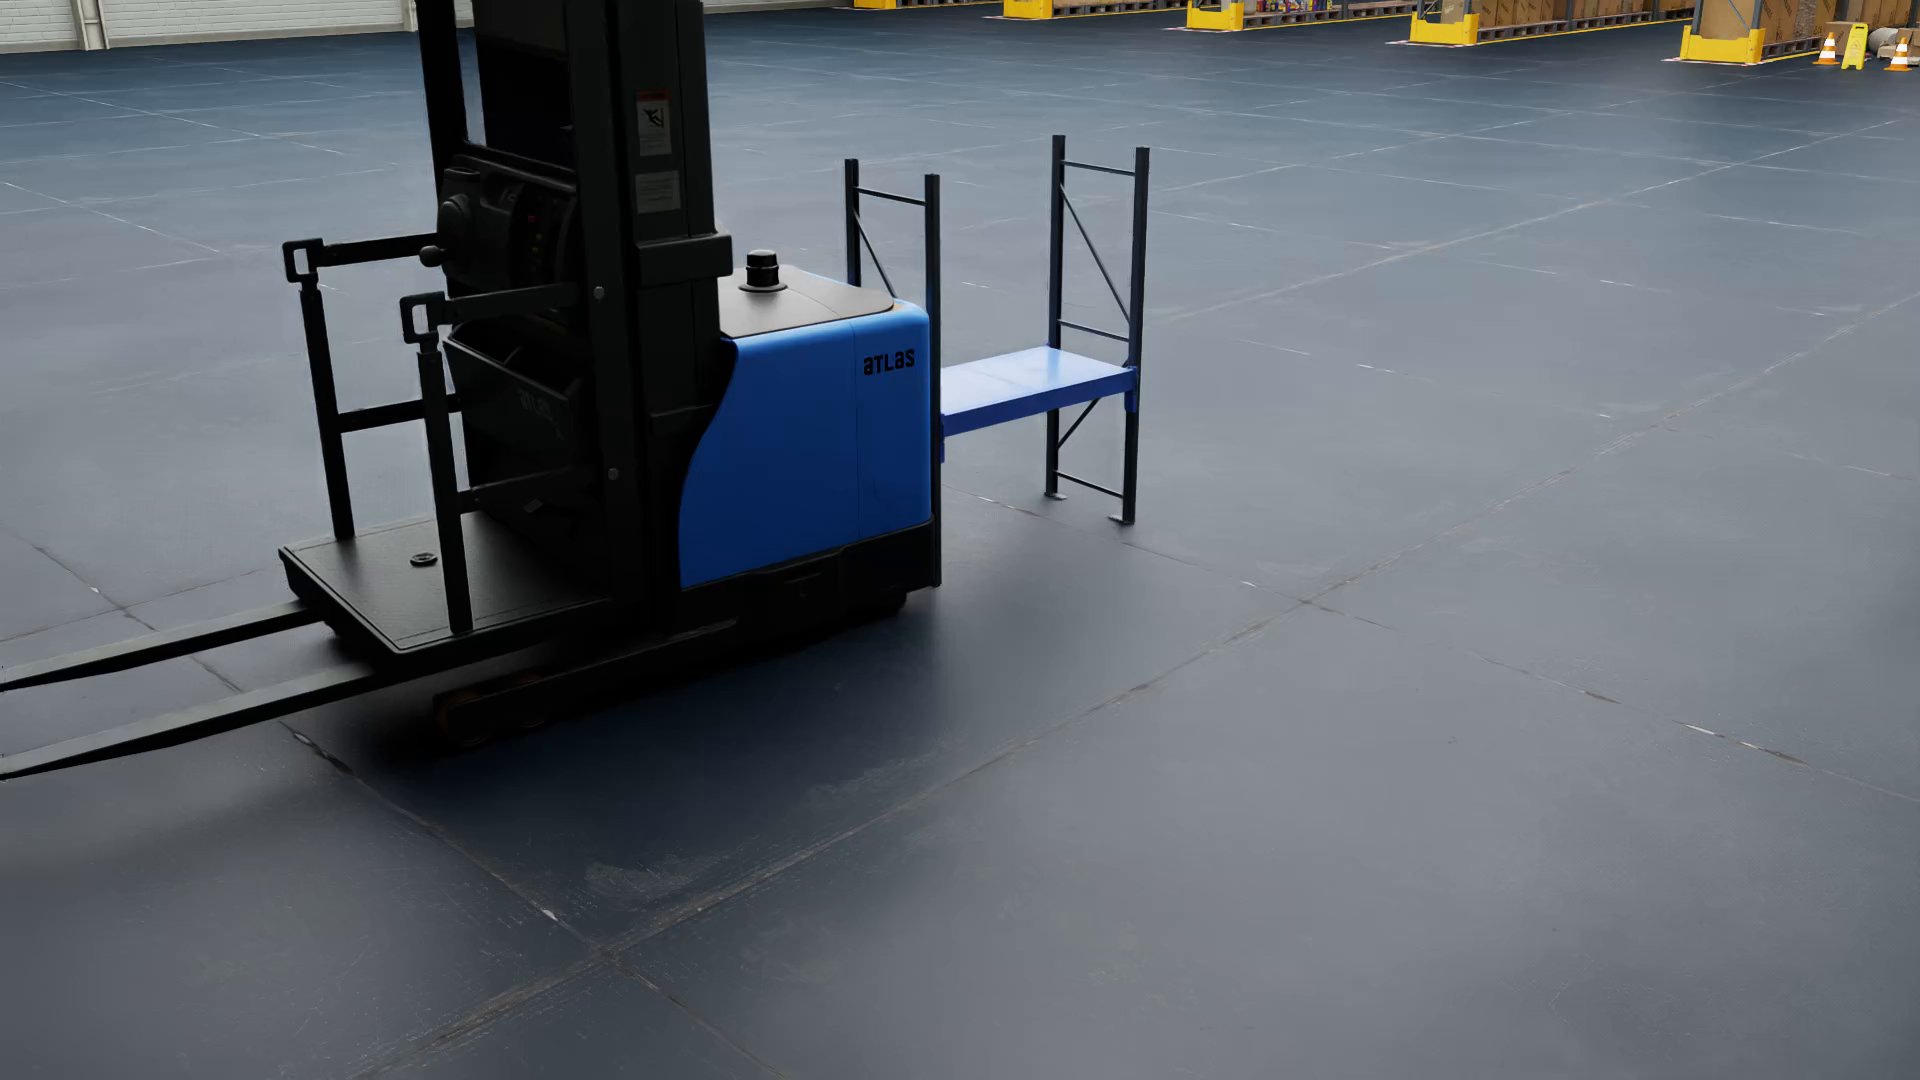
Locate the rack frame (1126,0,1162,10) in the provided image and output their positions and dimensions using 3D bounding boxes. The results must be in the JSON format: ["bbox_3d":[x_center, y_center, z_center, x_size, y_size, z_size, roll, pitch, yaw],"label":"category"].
[{"bbox_3d":[4.273,-13.792,38.276,1.000,3.000,0.127,19,28,41],"label":"rack frame"}]

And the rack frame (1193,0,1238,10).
[{"bbox_3d":[5.029,-11.523,32.373,1.000,3.000,0.127,19,28,41],"label":"rack frame"}]

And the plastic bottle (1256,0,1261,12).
[{"bbox_3d":[6.191,-11.097,34.447,0.152,0.276,0.135,20,28,41],"label":"plastic bottle"}]

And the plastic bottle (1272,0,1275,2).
[{"bbox_3d":[6.530,-11.258,34.764,0.144,0.351,0.185,19,28,40],"label":"plastic bottle"}]

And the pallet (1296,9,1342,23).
[{"bbox_3d":[7.321,-11.087,35.126,1.003,0.211,1.213,19,28,41],"label":"pallet"}]

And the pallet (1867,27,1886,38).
[{"bbox_3d":[16.186,-9.275,30.411,1.003,0.211,1.213,19,28,41],"label":"pallet"}]

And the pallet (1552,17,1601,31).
[{"bbox_3d":[11.910,-10.210,32.845,1.003,0.211,1.213,19,28,41],"label":"pallet"}]

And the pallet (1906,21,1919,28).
[{"bbox_3d":[18.188,-9.971,32.222,1.003,0.211,1.213,19,28,41],"label":"pallet"}]

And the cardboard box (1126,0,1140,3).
[{"bbox_3d":[3.750,-12.404,37.913,0.500,0.250,0.500,19,28,41],"label":"cardboard box"}]

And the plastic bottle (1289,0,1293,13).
[{"bbox_3d":[6.756,-10.931,34.022,0.097,0.271,0.097,0,21,0],"label":"plastic bottle"}]

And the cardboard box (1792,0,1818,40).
[{"bbox_3d":[13.736,-8.871,27.851,0.875,0.875,0.875,20,28,41],"label":"cardboard box"}]

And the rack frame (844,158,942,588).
[{"bbox_3d":[-0.240,-0.597,6.036,0.032,1.500,0.500,-17,27,-37],"label":"rack frame"}]

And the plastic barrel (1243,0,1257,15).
[{"bbox_3d":[5.783,-10.875,33.569,0.421,0.512,0.421,0,21,0],"label":"plastic barrel"}]

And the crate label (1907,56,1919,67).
[{"bbox_3d":[14.525,-7.308,25.397,0.250,0.136,0.298,5,22,13],"label":"crate label"}]

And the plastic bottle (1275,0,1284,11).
[{"bbox_3d":[6.654,-11.193,34.698,0.152,0.276,0.135,19,28,41],"label":"plastic bottle"}]

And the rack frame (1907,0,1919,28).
[{"bbox_3d":[17.641,-11.072,31.200,1.000,3.000,0.127,19,28,41],"label":"rack frame"}]

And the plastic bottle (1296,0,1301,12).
[{"bbox_3d":[6.967,-11.009,34.225,0.097,0.271,0.097,0,21,0],"label":"plastic bottle"}]

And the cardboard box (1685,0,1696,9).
[{"bbox_3d":[15.282,-11.943,35.843,1.225,0.875,0.875,19,28,41],"label":"cardboard box"}]

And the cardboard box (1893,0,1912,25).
[{"bbox_3d":[17.152,-10.084,31.180,1.050,0.750,0.750,19,28,40],"label":"cardboard box"}]

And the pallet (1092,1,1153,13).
[{"bbox_3d":[3.688,-12.296,38.271,1.003,0.211,1.213,19,28,41],"label":"pallet"}]

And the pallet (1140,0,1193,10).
[{"bbox_3d":[4.759,-12.689,39.294,1.003,0.211,1.213,19,28,41],"label":"pallet"}]

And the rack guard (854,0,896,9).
[{"bbox_3d":[-2.017,-12.855,39.323,1.175,0.500,0.348,19,28,41],"label":"rack guard"}]

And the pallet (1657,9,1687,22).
[{"bbox_3d":[14.762,-11.222,35.476,1.003,0.211,1.213,19,28,41],"label":"pallet"}]

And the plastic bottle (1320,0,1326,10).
[{"bbox_3d":[7.576,-11.282,34.826,0.144,0.351,0.185,18,28,39],"label":"plastic bottle"}]

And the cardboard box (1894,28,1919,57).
[{"bbox_3d":[15.089,-7.723,25.966,0.797,0.503,0.637,2,21,4],"label":"cardboard box"}]

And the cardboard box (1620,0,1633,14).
[{"bbox_3d":[13.327,-11.055,34.027,0.700,0.500,0.500,16,26,36],"label":"cardboard box"}]

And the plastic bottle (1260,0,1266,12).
[{"bbox_3d":[6.268,-11.073,34.377,0.061,0.283,0.133,19,28,41],"label":"plastic bottle"}]

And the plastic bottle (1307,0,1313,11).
[{"bbox_3d":[7.217,-11.150,34.481,0.144,0.351,0.185,19,28,40],"label":"plastic bottle"}]

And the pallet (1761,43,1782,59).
[{"bbox_3d":[12.562,-7.939,26.936,1.003,0.211,1.213,19,28,41],"label":"pallet"}]

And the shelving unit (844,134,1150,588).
[{"bbox_3d":[0.148,-0.714,6.342,1.048,1.500,0.538,-17,27,-37],"label":"shelving unit"}]

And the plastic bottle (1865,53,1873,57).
[{"bbox_3d":[14.615,-7.853,26.922,0.283,0.061,0.133,9,23,23],"label":"plastic bottle"}]

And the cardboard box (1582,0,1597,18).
[{"bbox_3d":[12.158,-10.620,32.896,0.700,0.500,0.500,19,28,40],"label":"cardboard box"}]

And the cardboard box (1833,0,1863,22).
[{"bbox_3d":[15.220,-9.372,29.327,1.050,0.750,0.750,19,28,40],"label":"cardboard box"}]

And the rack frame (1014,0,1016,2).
[{"bbox_3d":[1.482,-12.763,35.601,1.000,3.000,0.127,19,28,41],"label":"rack frame"}]

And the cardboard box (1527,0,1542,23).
[{"bbox_3d":[10.666,-10.099,31.566,0.500,0.500,0.500,-11,23,-25],"label":"cardboard box"}]

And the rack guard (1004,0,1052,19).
[{"bbox_3d":[1.466,-11.591,36.033,1.175,0.500,0.348,19,28,41],"label":"rack guard"}]

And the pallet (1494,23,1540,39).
[{"bbox_3d":[10.073,-9.513,31.031,1.003,0.211,1.213,19,28,41],"label":"pallet"}]

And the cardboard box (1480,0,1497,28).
[{"bbox_3d":[9.417,-9.631,30.349,0.500,0.500,0.500,-12,24,-28],"label":"cardboard box"}]

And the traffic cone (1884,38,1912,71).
[{"bbox_3d":[14.021,-7.243,24.773,0.336,0.463,0.334,19,28,41],"label":"traffic cone"}]

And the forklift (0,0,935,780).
[{"bbox_3d":[-1.561,-0.965,5.000,3.031,2.935,1.130,-16,26,-35],"label":"forklift"}]

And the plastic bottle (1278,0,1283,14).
[{"bbox_3d":[6.517,-10.843,33.793,0.097,0.271,0.097,0,21,0],"label":"plastic bottle"}]

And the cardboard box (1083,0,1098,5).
[{"bbox_3d":[2.711,-12.016,36.903,0.500,0.250,0.500,19,28,41],"label":"cardboard box"}]
